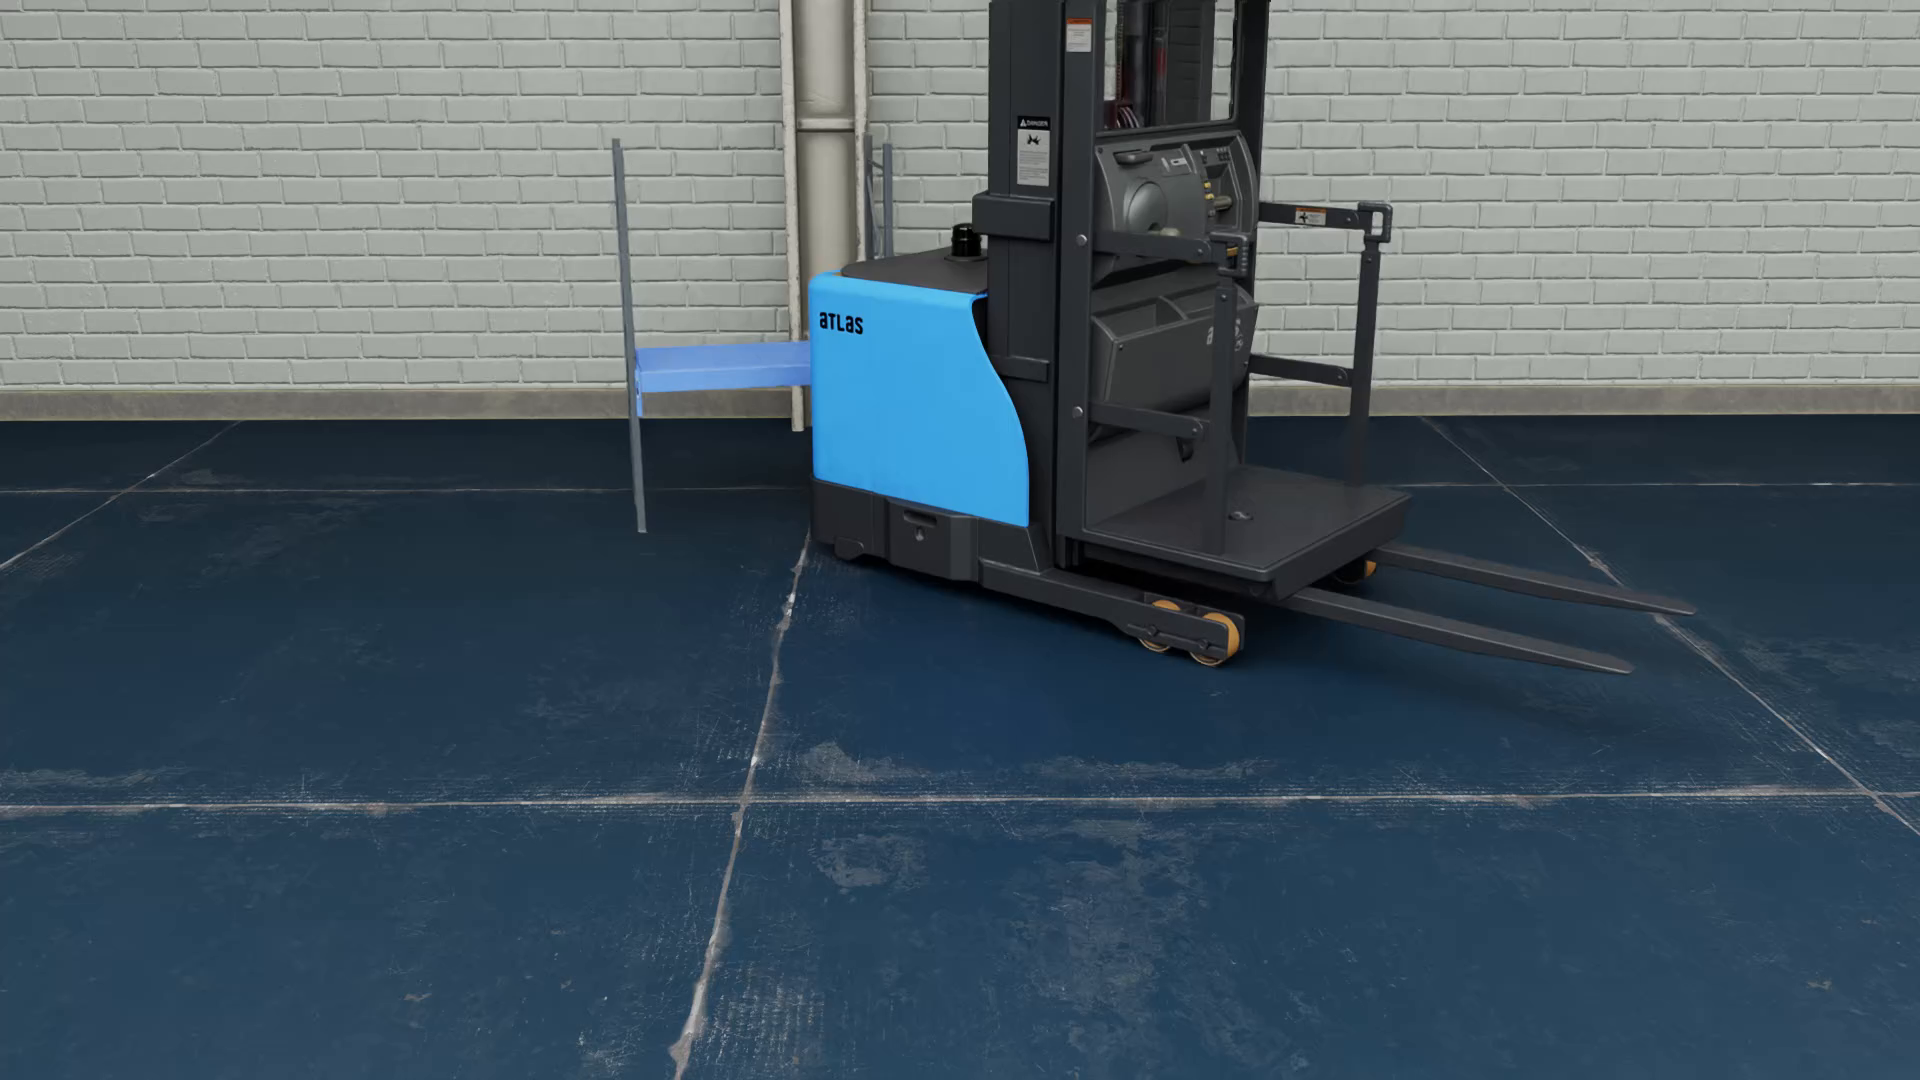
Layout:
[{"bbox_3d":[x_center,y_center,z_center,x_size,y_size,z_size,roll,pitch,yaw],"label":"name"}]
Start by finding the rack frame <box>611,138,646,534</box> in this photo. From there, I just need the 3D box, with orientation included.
[{"bbox_3d":[-1.321,-0.815,6.634,0.032,1.500,0.500,-4,18,-12],"label":"rack frame"}]

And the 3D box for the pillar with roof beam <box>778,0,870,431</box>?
[{"bbox_3d":[-0.568,-3.557,2.904,0.400,9.000,9.100,0,18,-1],"label":"pillar with roof beam"}]

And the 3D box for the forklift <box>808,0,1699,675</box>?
[{"bbox_3d":[0.898,-1.177,5.420,3.031,2.935,1.130,14,22,36],"label":"forklift"}]

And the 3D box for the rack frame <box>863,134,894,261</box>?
[{"bbox_3d":[-0.329,-0.883,6.845,0.032,1.500,0.500,-4,18,-12],"label":"rack frame"}]

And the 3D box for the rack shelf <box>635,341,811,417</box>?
[{"bbox_3d":[-0.825,-0.678,6.794,1.000,0.185,0.538,-4,18,-12],"label":"rack shelf"}]

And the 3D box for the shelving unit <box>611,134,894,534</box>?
[{"bbox_3d":[-0.825,-0.849,6.740,1.048,1.500,0.538,-4,18,-12],"label":"shelving unit"}]
